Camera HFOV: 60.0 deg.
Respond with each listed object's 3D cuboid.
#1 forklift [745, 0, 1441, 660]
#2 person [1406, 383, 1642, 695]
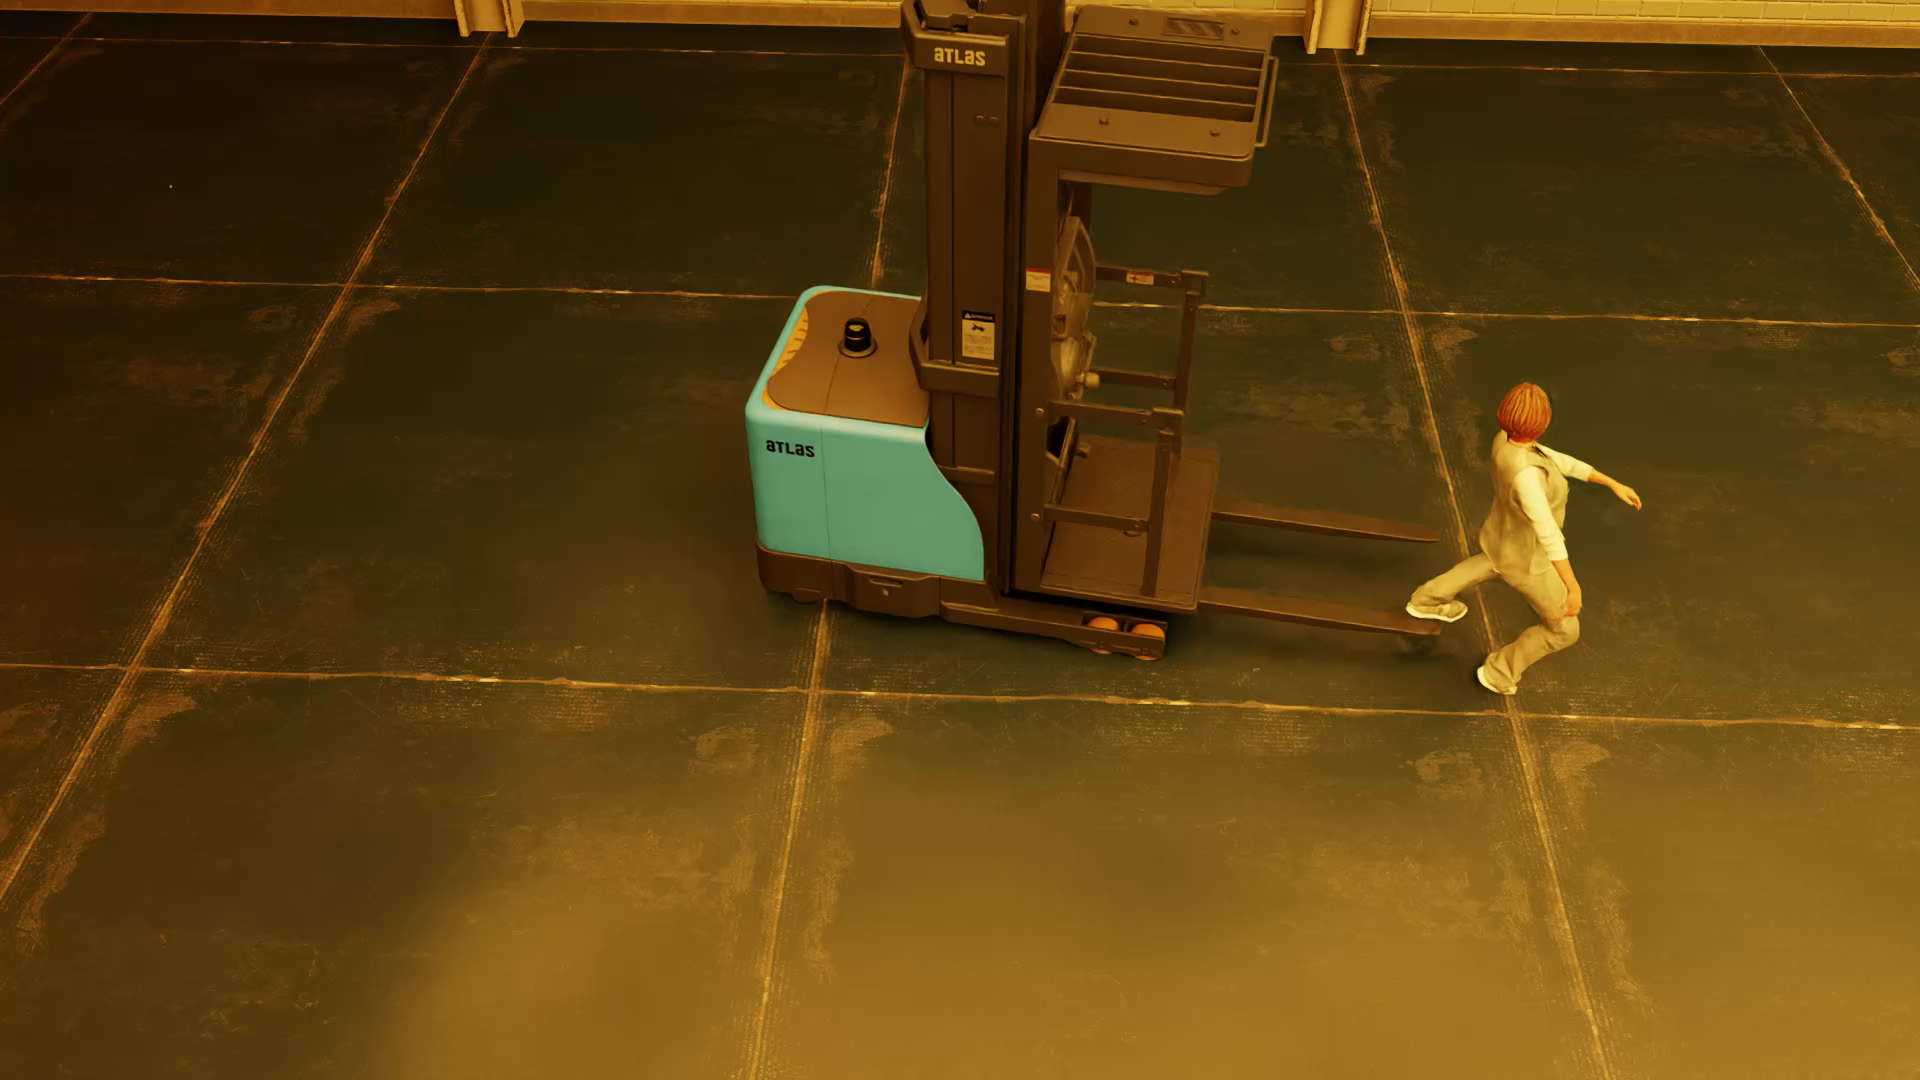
[{"bbox_3d":[0.651,-0.946,6.778,3.031,2.935,1.130,8,43,9],"label":"forklift"},{"bbox_3d":[2.348,0.083,6.804,0.770,1.531,0.708,-7,43,-7],"label":"person"}]
